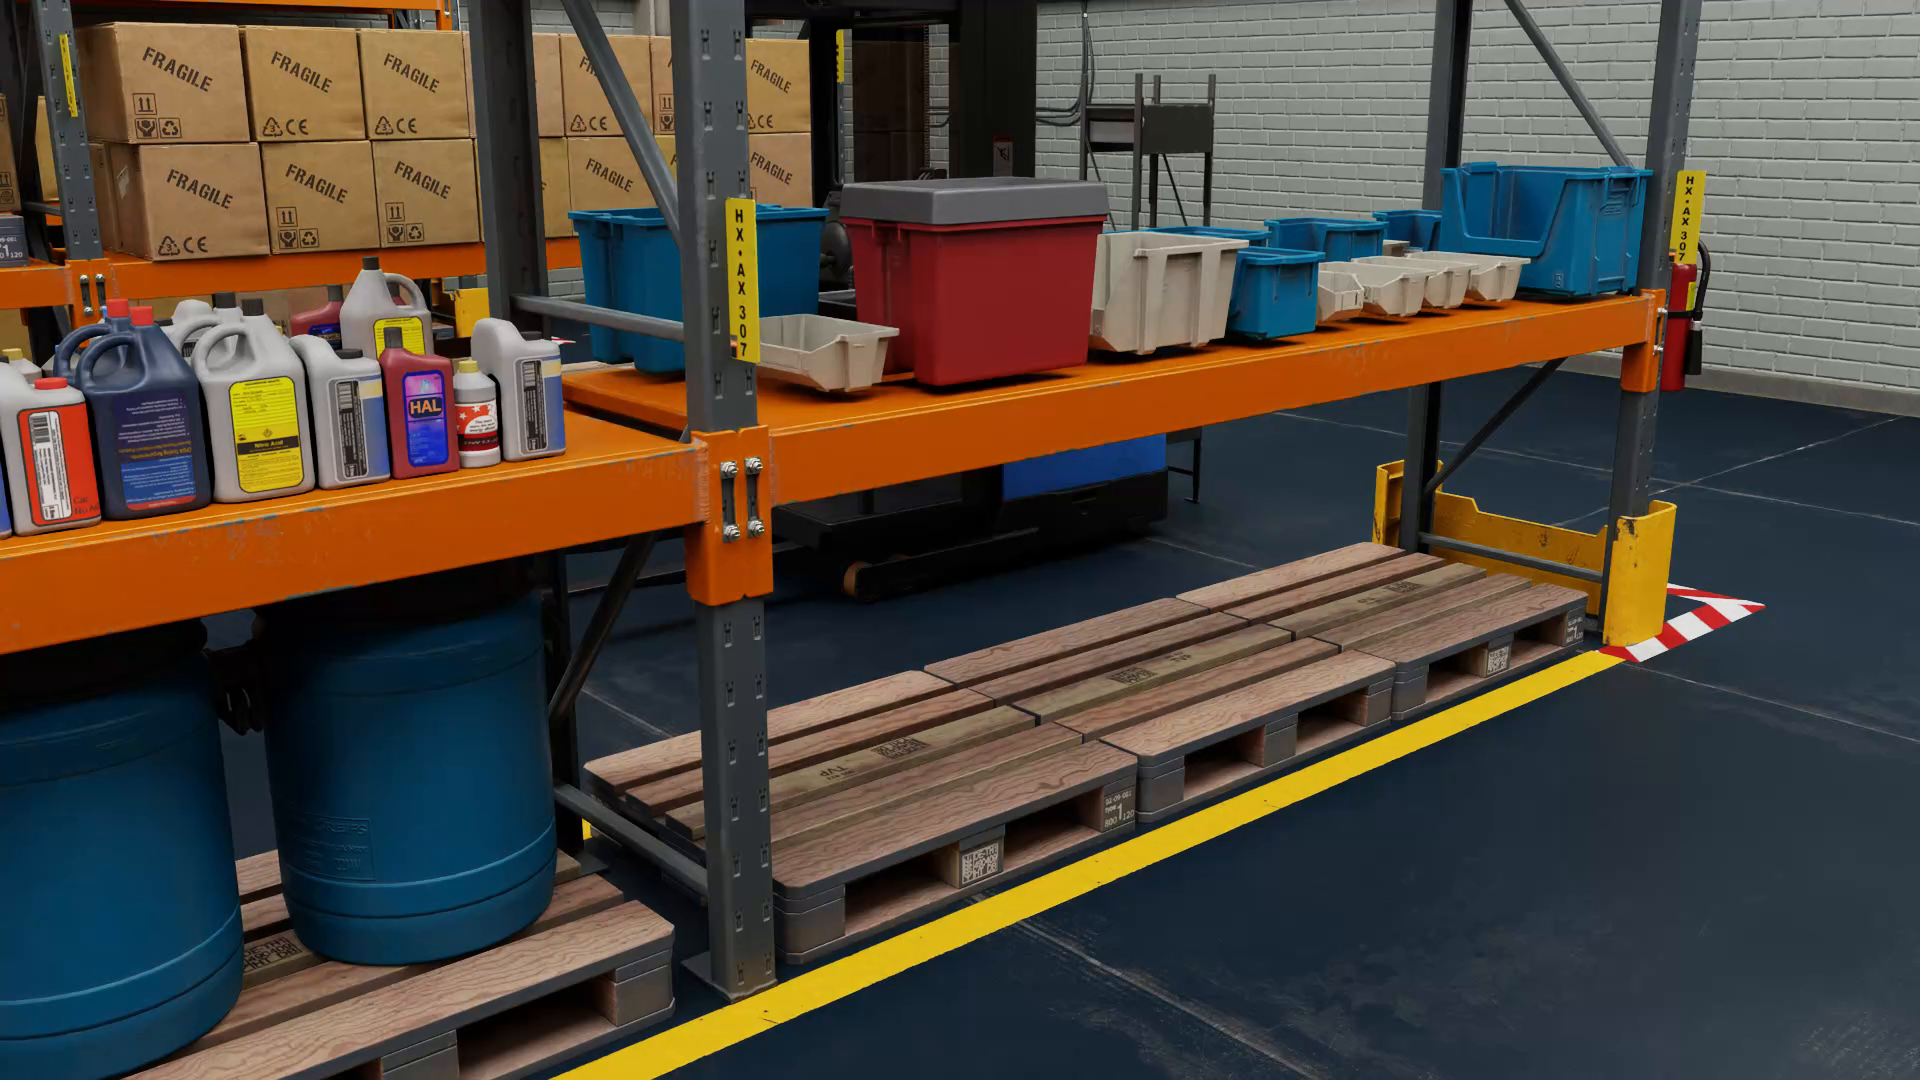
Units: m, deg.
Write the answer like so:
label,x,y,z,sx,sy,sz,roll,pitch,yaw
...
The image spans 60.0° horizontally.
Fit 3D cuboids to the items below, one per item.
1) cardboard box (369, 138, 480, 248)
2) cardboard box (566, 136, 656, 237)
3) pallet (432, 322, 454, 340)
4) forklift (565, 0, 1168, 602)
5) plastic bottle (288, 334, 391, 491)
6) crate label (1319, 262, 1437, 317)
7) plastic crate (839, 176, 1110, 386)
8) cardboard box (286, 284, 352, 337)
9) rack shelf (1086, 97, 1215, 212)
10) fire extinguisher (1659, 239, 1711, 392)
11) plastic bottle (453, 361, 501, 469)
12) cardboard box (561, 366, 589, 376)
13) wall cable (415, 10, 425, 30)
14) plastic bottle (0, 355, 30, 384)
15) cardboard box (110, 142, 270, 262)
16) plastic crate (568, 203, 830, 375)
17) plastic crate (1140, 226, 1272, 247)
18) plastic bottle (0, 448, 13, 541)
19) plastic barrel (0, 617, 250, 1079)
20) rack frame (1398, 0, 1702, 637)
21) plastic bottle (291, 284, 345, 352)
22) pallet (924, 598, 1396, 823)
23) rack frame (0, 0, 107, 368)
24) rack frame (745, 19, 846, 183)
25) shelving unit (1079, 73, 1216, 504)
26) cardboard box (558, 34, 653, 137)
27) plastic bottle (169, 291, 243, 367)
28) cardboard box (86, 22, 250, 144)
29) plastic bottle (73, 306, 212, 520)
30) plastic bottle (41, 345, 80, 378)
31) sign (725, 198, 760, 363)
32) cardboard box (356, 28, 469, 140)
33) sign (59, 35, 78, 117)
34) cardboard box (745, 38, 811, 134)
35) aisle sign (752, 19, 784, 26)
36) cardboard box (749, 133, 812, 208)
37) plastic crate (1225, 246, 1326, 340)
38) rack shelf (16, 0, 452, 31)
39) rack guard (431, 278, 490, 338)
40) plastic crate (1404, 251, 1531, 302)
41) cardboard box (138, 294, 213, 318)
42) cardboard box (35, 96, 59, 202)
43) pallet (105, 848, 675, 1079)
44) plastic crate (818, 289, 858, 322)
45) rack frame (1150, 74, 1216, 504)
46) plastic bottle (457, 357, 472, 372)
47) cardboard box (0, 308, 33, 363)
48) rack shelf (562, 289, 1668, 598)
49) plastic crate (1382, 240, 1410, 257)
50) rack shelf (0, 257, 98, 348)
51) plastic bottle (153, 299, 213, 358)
label,x,y,z,sx,sy,sz,roll,pitch,yaw
cardboard box,-2.721,-1.717,8.171,0.500,0.500,0.500,-13,20,-40
cardboard box,-1.959,-1.889,8.814,0.500,0.500,0.500,-12,19,-39
pallet,-4.837,-1.607,13.357,1.213,0.211,1.003,-13,19,-39
forklift,-0.485,-1.316,6.995,3.031,2.935,1.130,-12,19,-37
plastic bottle,-1.160,-0.247,3.103,0.135,0.276,0.152,-13,19,-39
crate label,1.300,-0.806,5.350,0.243,0.136,0.396,-13,19,-39
plastic crate,0.039,-0.661,4.171,0.583,0.464,0.402,-13,19,-39
cardboard box,-5.125,-1.877,12.996,0.500,0.500,0.700,-13,20,-40
rack shelf,0.897,-1.865,8.002,0.480,0.518,0.431,-12,19,-37
fire extinguisher,2.630,-0.896,6.163,0.183,0.674,0.296,-13,19,-39
plastic bottle,-0.954,-0.248,3.251,0.097,0.201,0.097,0,15,0
cardboard box,-2.381,-0.819,9.479,0.500,0.250,0.500,-13,19,-39
wall cable,-3.940,-3.997,14.932,1.851,1.984,0.084,-13,19,-39
plastic bottle,-1.636,-0.181,2.863,0.097,0.271,0.097,0,15,0
cardboard box,-3.485,-1.545,7.528,0.500,0.500,0.500,-12,19,-38
plastic crate,-0.671,-0.665,4.343,0.575,0.384,0.392,-13,19,-39
plastic crate,0.823,-0.924,5.603,0.300,0.233,0.416,-13,19,-39
plastic bottle,-1.642,-0.139,2.698,0.135,0.276,0.152,-13,19,-39
plastic barrel,-1.755,0.521,3.239,0.708,0.901,0.600,-13,19,-39
rack frame,2.218,-1.176,6.341,0.127,3.000,1.000,-13,19,-39
plastic bottle,-1.456,-0.441,3.813,0.133,0.283,0.061,-13,19,-39
pallet,0.651,0.509,5.436,1.213,0.211,1.003,-13,19,-39
rack frame,-4.048,-1.464,7.417,0.127,3.000,1.000,-13,19,-39
rack frame,-1.030,-2.141,9.953,0.127,3.000,1.000,-13,19,-39
shelving unit,0.897,-1.201,8.179,0.503,2.100,0.431,-12,19,-37
cardboard box,-1.954,-2.369,8.675,0.500,0.500,0.500,-12,19,-38
plastic bottle,-1.372,-0.283,3.094,0.185,0.351,0.144,-13,19,-39
cardboard box,-3.508,-2.020,7.368,0.500,0.500,0.500,-12,19,-38
plastic bottle,-1.417,-0.224,2.872,0.185,0.351,0.144,-13,19,-39
plastic bottle,-1.853,-0.306,3.466,0.097,0.201,0.097,0,15,0
sign,-0.439,-0.525,3.366,0.005,0.325,0.100,-13,19,-39
cardboard box,-2.731,-2.194,8.022,0.500,0.500,0.500,-13,20,-41
sign,-3.681,-1.915,6.865,0.005,0.325,0.100,-13,19,-39
cardboard box,-1.186,-2.544,9.329,0.500,0.500,0.500,-13,20,-40
aisle sign,-1.172,-3.466,9.875,0.004,0.787,0.394,-13,19,-39
cardboard box,-1.190,-2.061,9.458,0.500,0.500,0.500,-12,19,-38
plastic crate,0.837,-0.726,4.865,0.300,0.233,0.416,-13,19,-39
rack shelf,-5.794,-3.868,11.999,4.000,0.370,1.077,-13,19,-39
rack guard,-4.267,-1.901,13.899,0.348,0.500,1.175,-13,19,-39
plastic crate,1.722,-0.904,5.718,0.243,0.136,0.396,-13,19,-39
cardboard box,-5.901,-1.700,12.333,0.500,0.500,0.700,-12,19,-38
cardboard box,-6.328,-2.783,11.777,0.700,0.700,0.980,-13,20,-41
pallet,-1.409,0.971,3.705,1.213,0.211,1.003,-13,19,-39
plastic crate,-0.131,-0.637,4.737,0.590,0.125,0.437,-13,19,-39
rack frame,1.087,-1.241,8.327,0.015,2.100,0.400,-12,19,-37
plastic bottle,-0.980,-0.294,3.423,0.097,0.201,0.097,0,15,0
cardboard box,-6.671,-1.529,11.692,0.500,0.500,0.700,-12,19,-39
rack shelf,0.710,-0.490,5.165,4.000,0.370,1.077,-13,19,-39
plastic crate,1.520,-1.062,6.307,0.298,0.136,0.250,-13,19,-39
rack shelf,-5.557,-0.777,6.241,4.000,0.370,1.077,-13,19,-39
plastic bottle,-1.674,-0.372,3.572,0.135,0.276,0.152,-13,19,-39
